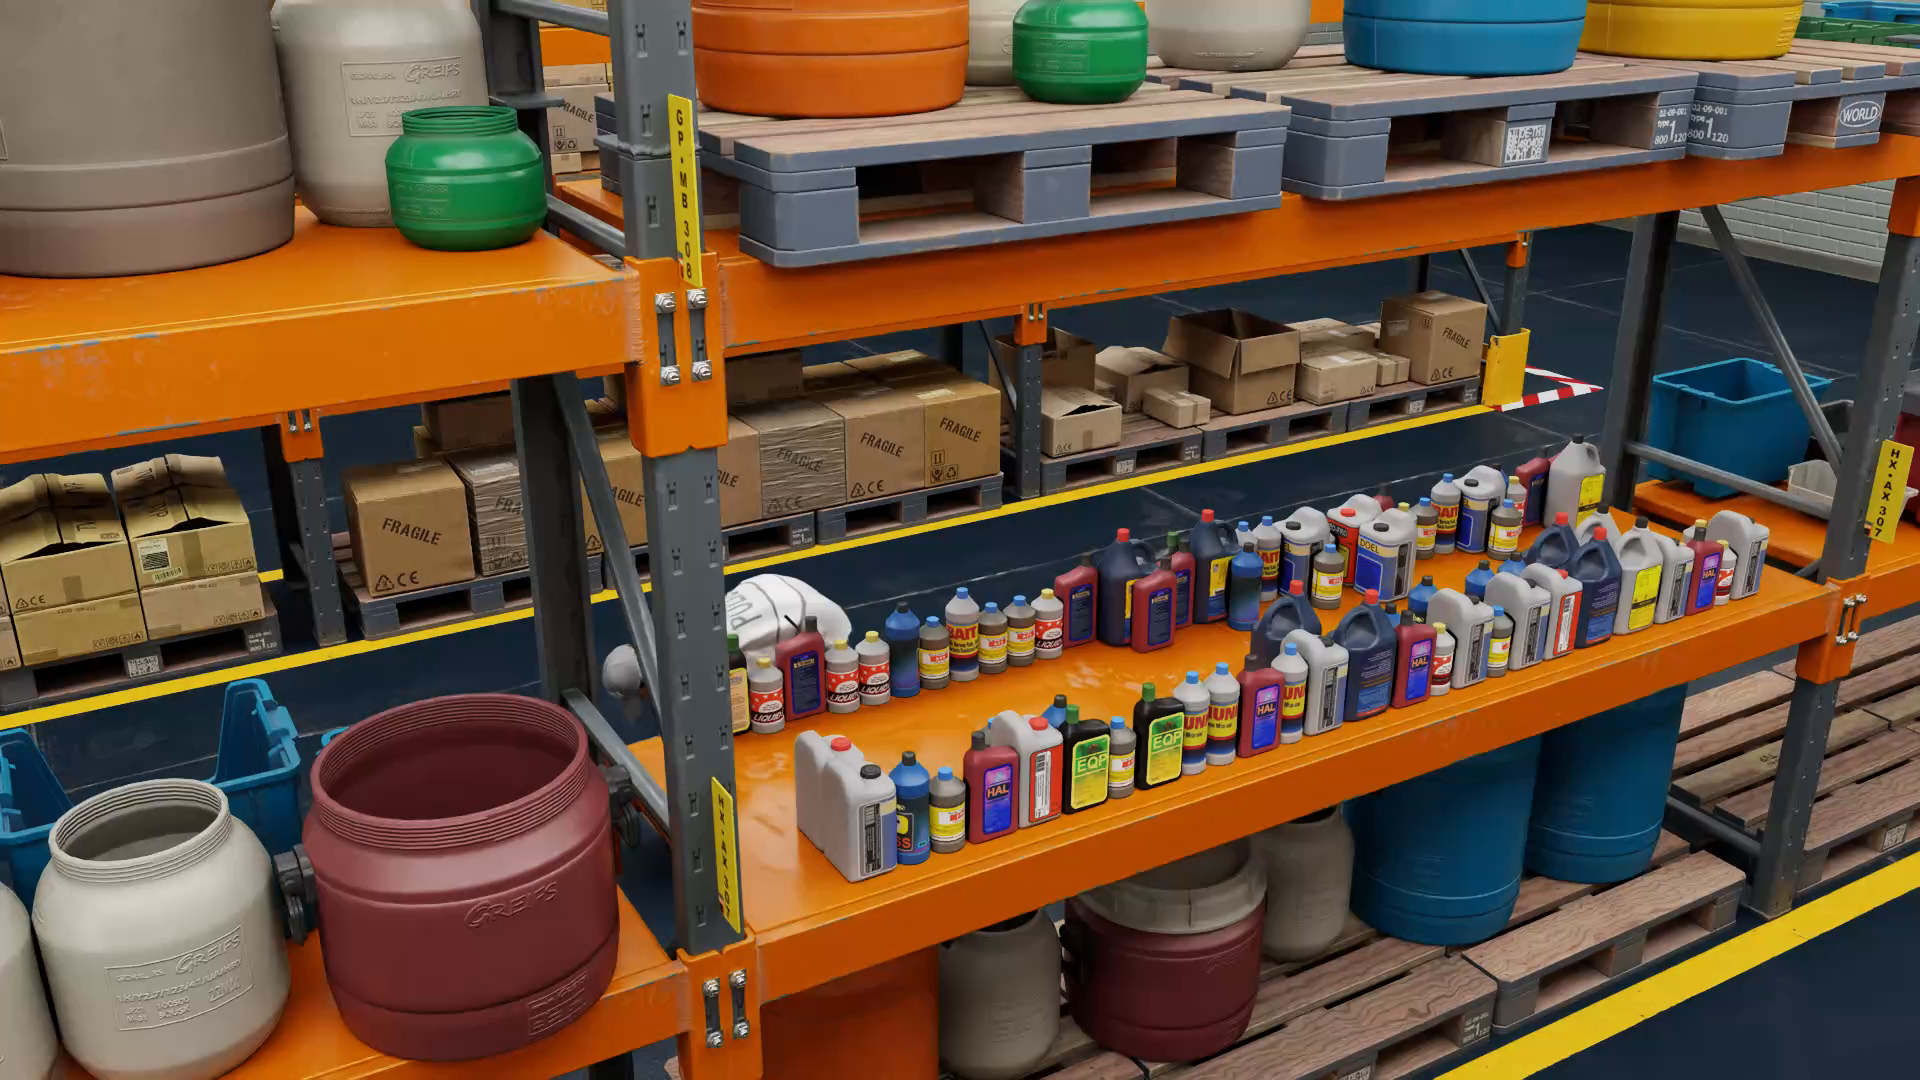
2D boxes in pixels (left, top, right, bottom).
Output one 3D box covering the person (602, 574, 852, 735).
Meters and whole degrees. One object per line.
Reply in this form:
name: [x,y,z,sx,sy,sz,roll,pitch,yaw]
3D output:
person: [-0.864,0.683,6.249,0.951,1.025,0.492,-14,26,-30]
